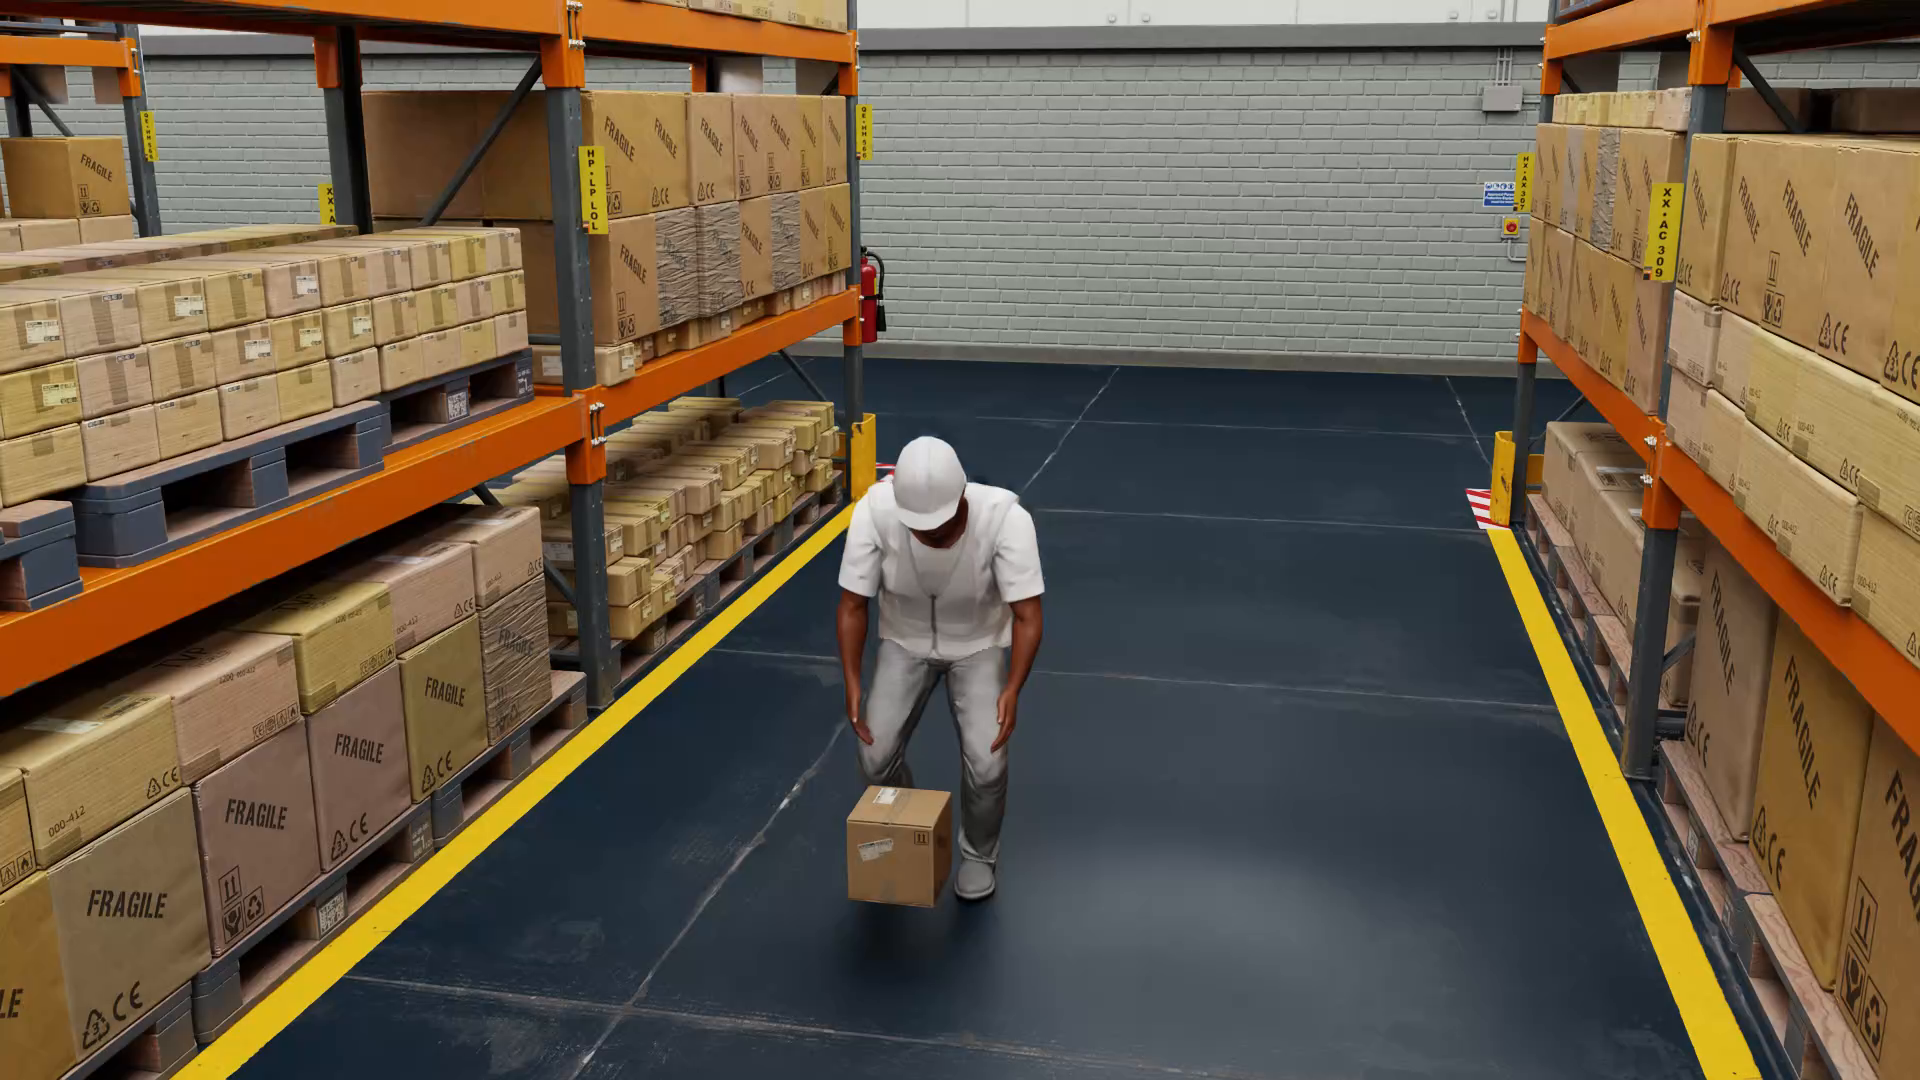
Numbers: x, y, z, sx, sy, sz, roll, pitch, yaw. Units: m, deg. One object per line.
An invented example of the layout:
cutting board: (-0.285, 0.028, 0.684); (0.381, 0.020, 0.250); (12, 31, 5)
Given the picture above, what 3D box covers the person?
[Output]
person: (-0.047, 0.375, 5.071); (0.629, 1.490, 0.703); (3, 15, 11)
